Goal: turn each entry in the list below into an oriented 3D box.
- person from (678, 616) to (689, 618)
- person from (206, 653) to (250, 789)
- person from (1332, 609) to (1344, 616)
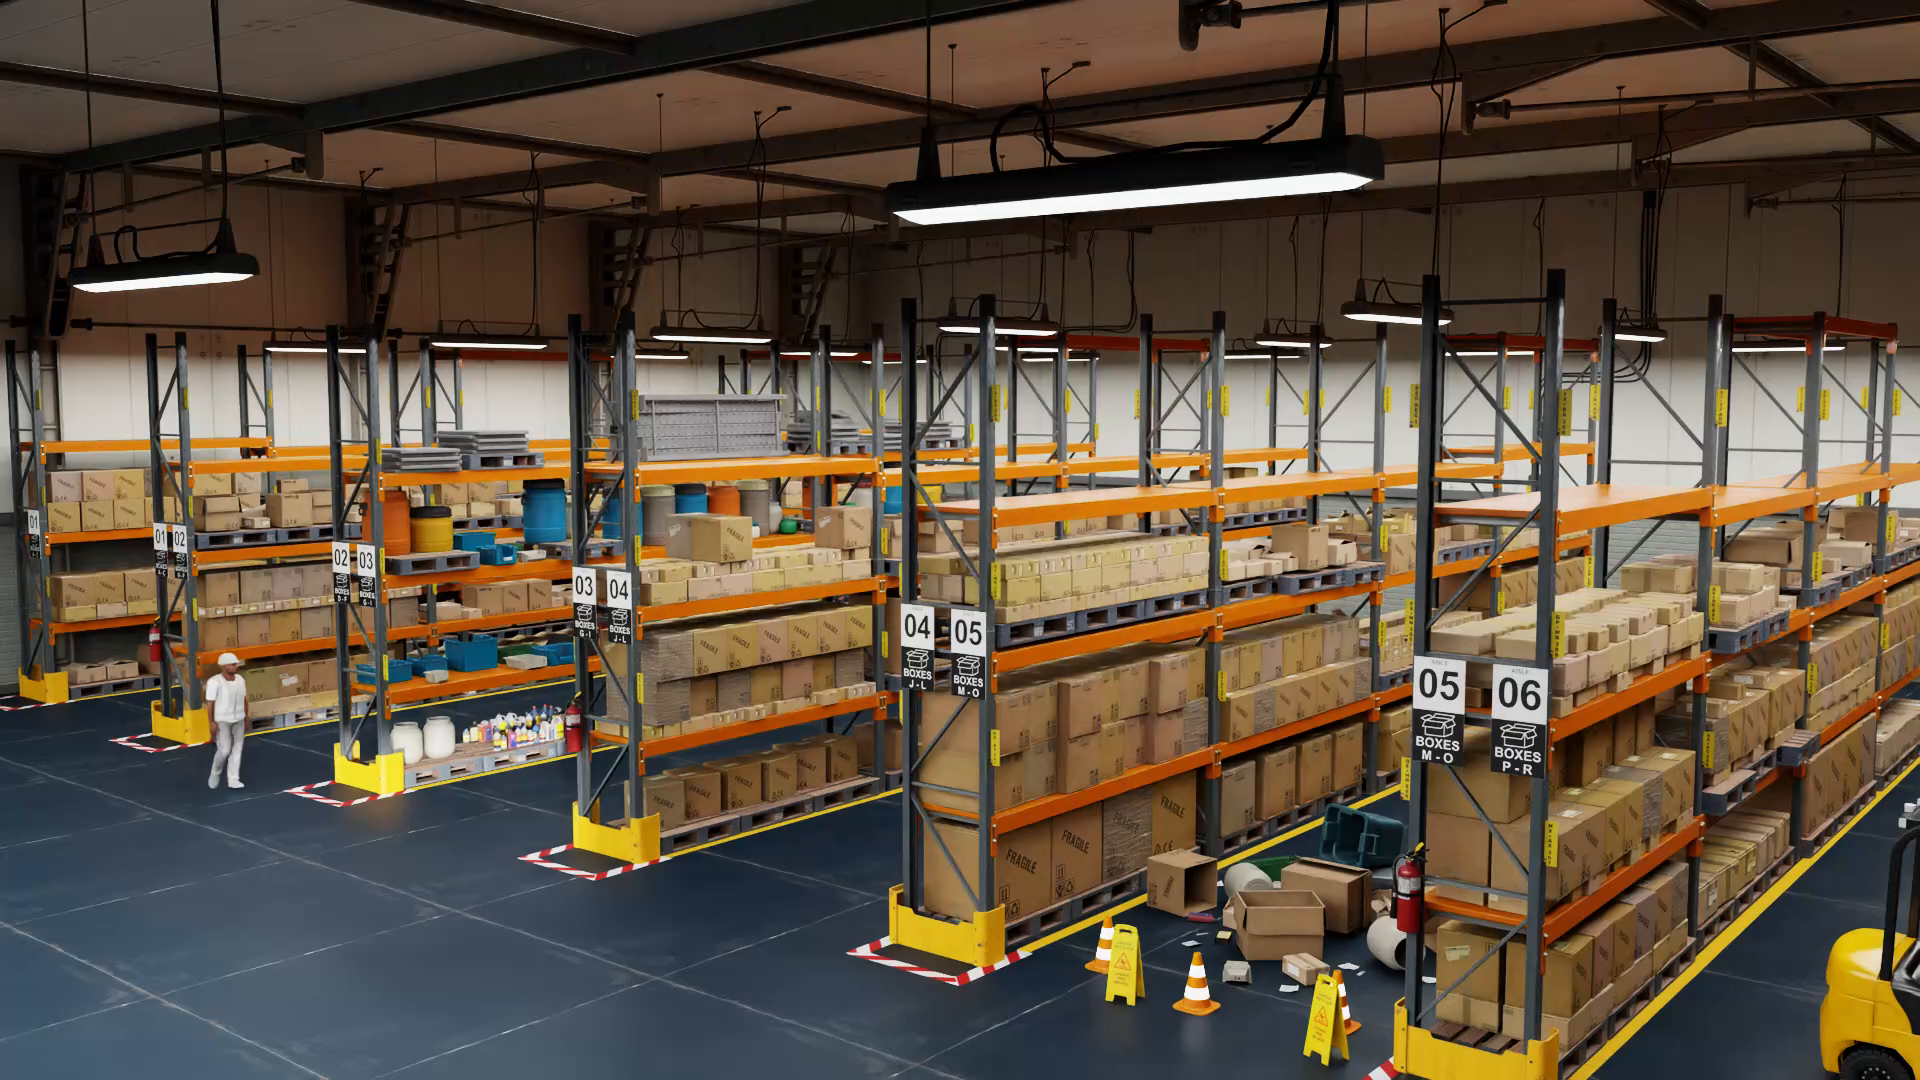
[{"bbox_3d":[-4.730,1.715,28.486,0.679,1.716,1.112,3,6,34],"label":"person"},{"bbox_3d":[-9.472,2.334,21.503,0.481,1.764,0.594,4,6,34],"label":"person"},{"bbox_3d":[6.192,1.900,27.515,0.455,1.542,0.952,5,7,44],"label":"person"}]
